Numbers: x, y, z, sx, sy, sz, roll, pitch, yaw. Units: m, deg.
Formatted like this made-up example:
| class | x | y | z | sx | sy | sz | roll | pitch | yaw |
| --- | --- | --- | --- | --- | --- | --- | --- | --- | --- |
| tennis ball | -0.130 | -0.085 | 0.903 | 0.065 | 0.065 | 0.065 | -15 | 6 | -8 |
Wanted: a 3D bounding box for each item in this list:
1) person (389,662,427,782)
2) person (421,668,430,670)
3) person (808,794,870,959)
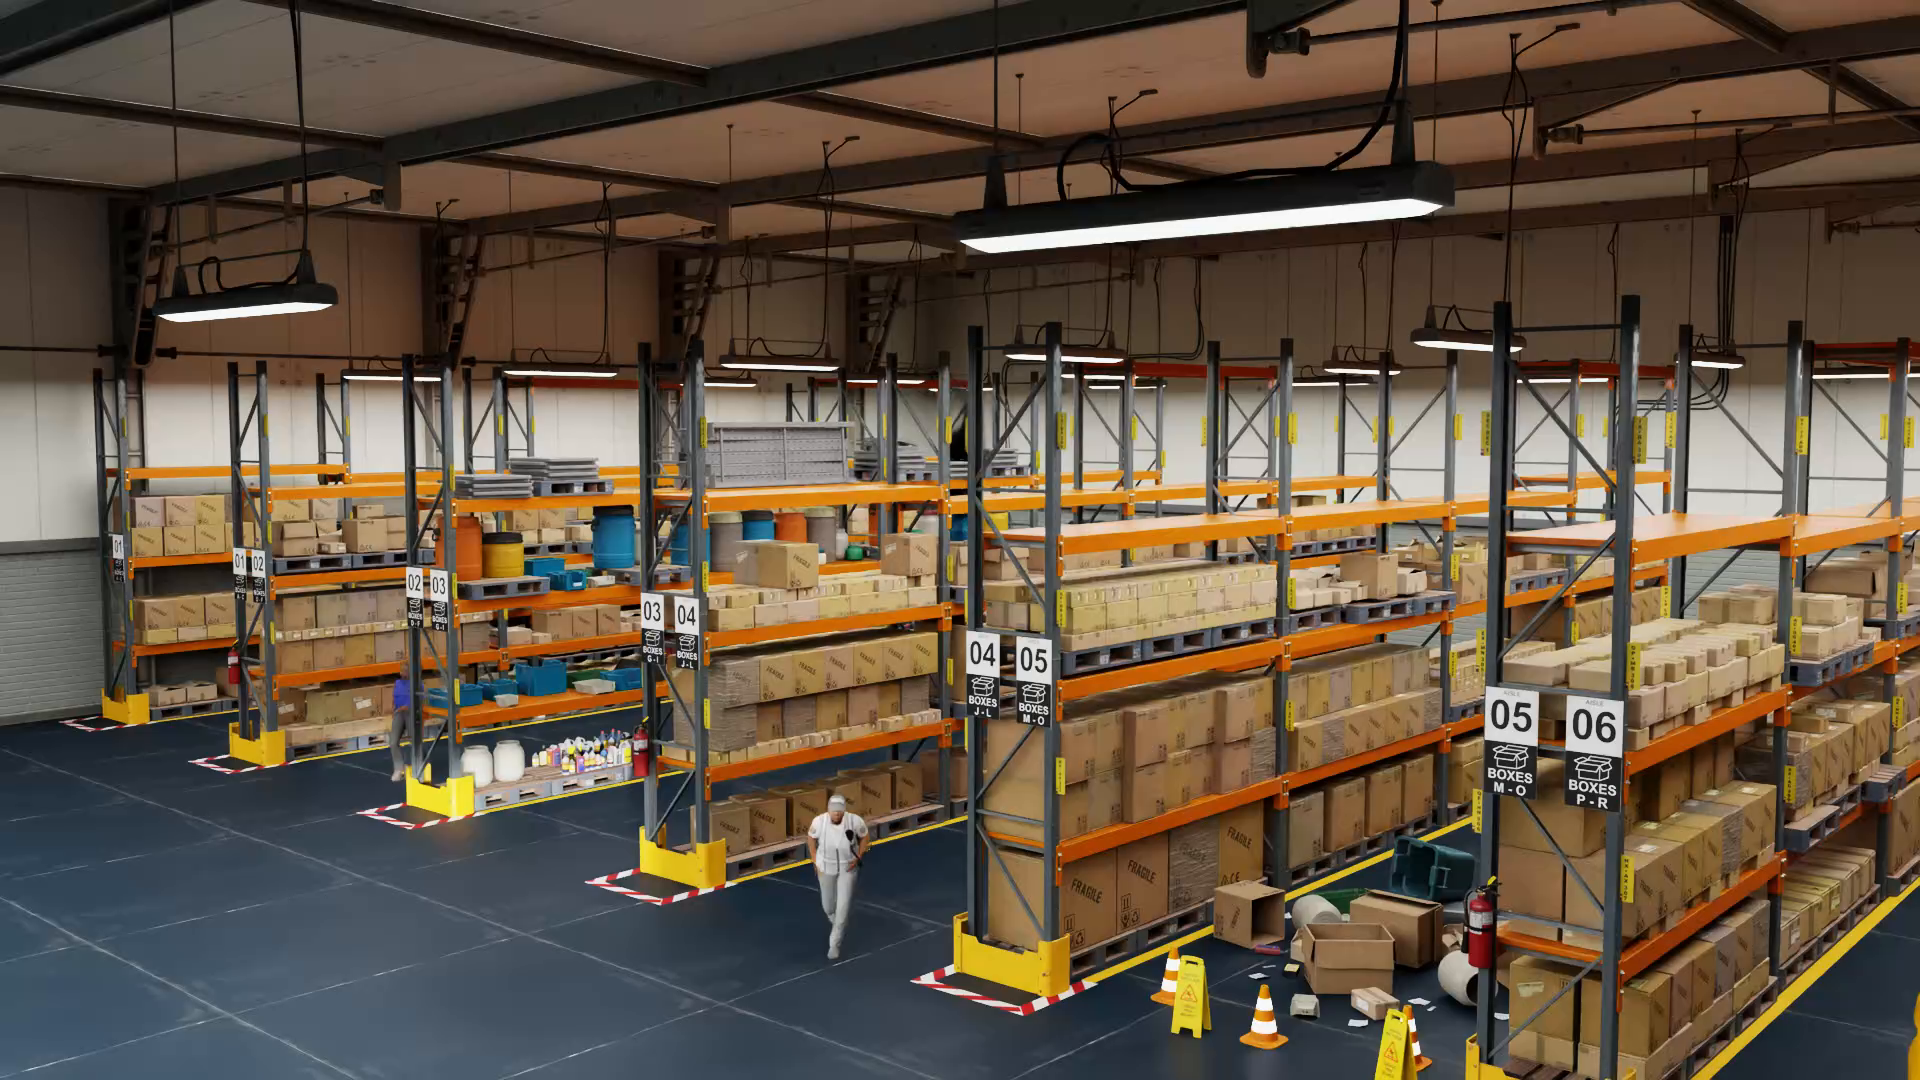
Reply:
| class | x | y | z | sx | sy | sz | roll | pitch | yaw |
| --- | --- | --- | --- | --- | --- | --- | --- | --- | --- |
| person | -7.923 | 2.607 | 23.840 | 0.586 | 1.714 | 0.726 | 1 | 4 | 11 |
| person | -9.447 | 2.178 | 29.044 | 0.707 | 1.729 | 0.687 | 3 | 5 | 38 |
| person | -1.174 | 3.211 | 16.147 | 0.606 | 1.618 | 0.892 | 0 | 4 | -6 |
